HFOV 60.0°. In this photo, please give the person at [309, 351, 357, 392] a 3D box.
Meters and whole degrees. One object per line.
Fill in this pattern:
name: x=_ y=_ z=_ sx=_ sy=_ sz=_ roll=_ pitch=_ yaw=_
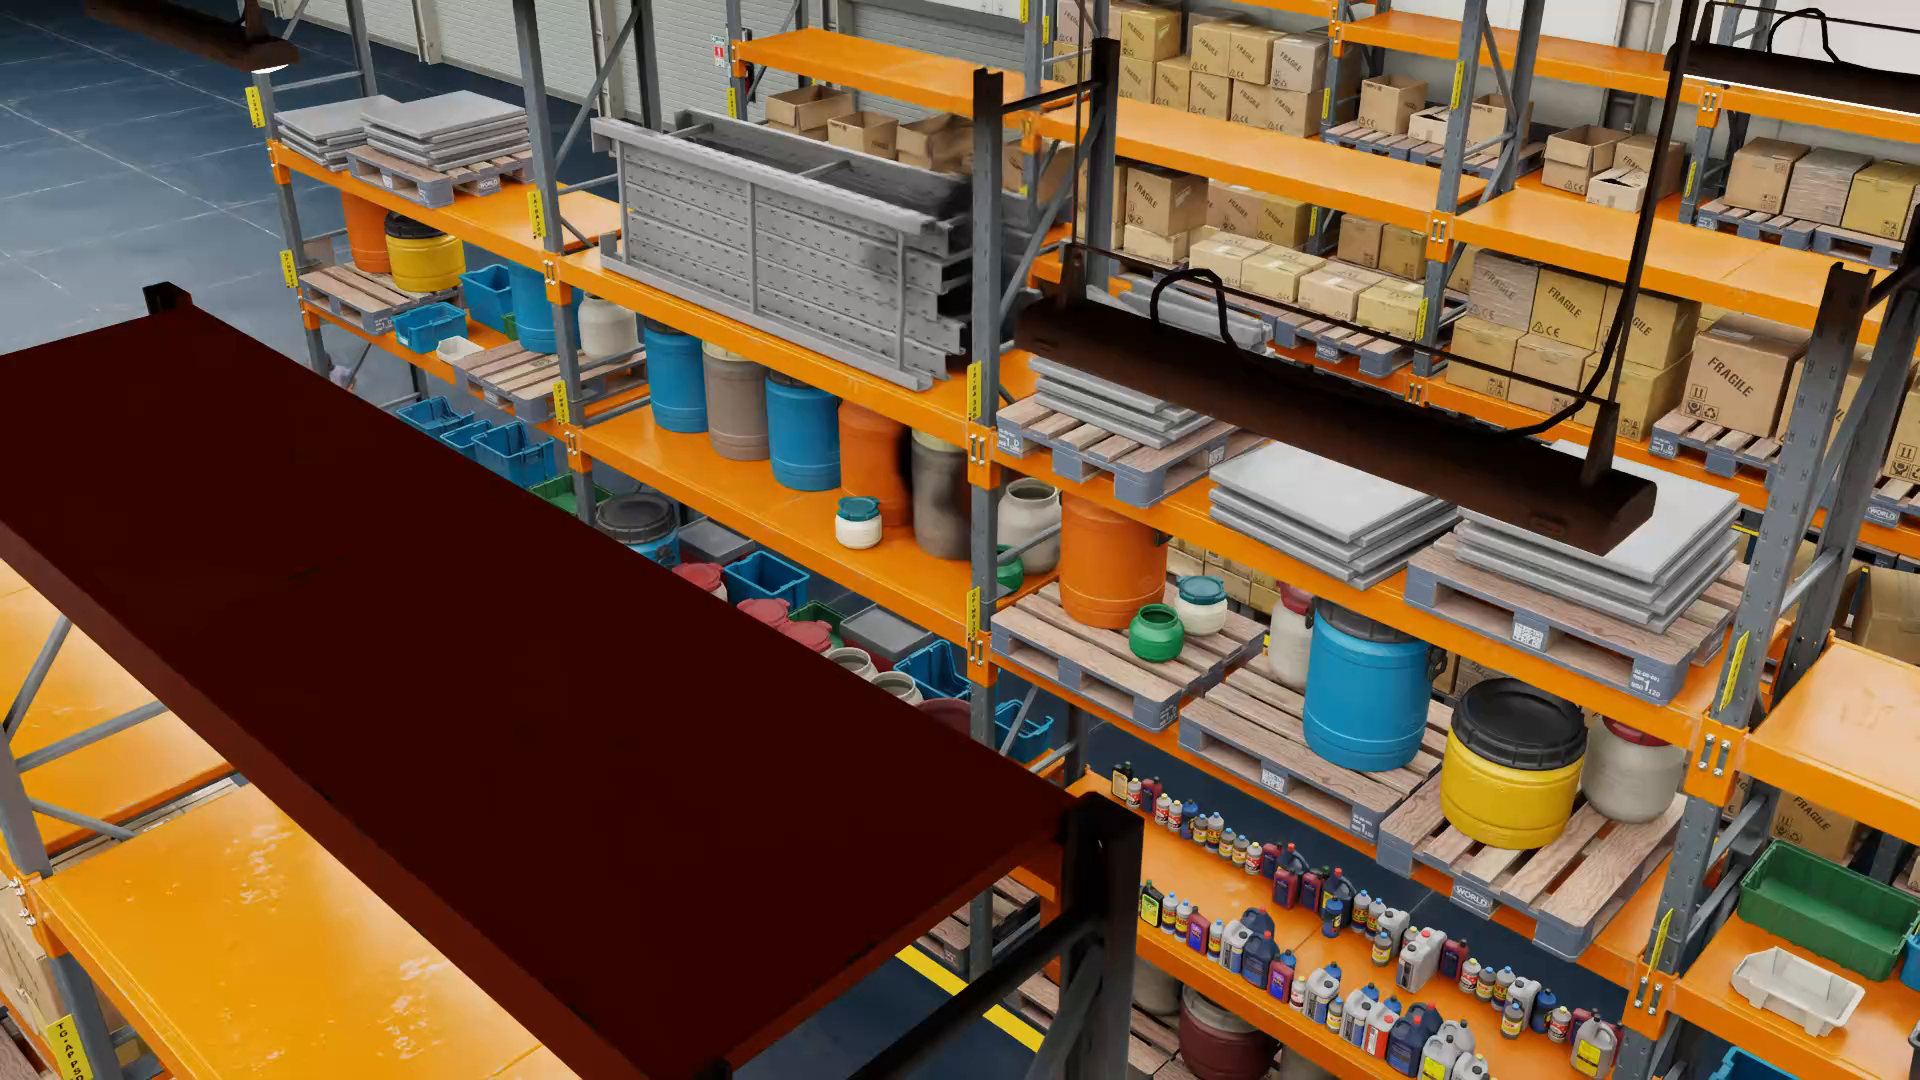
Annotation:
person: x=-6.256 y=-1.151 z=16.641 sx=0.567 sy=1.602 sz=0.634 roll=-3 pitch=30 yaw=-6
